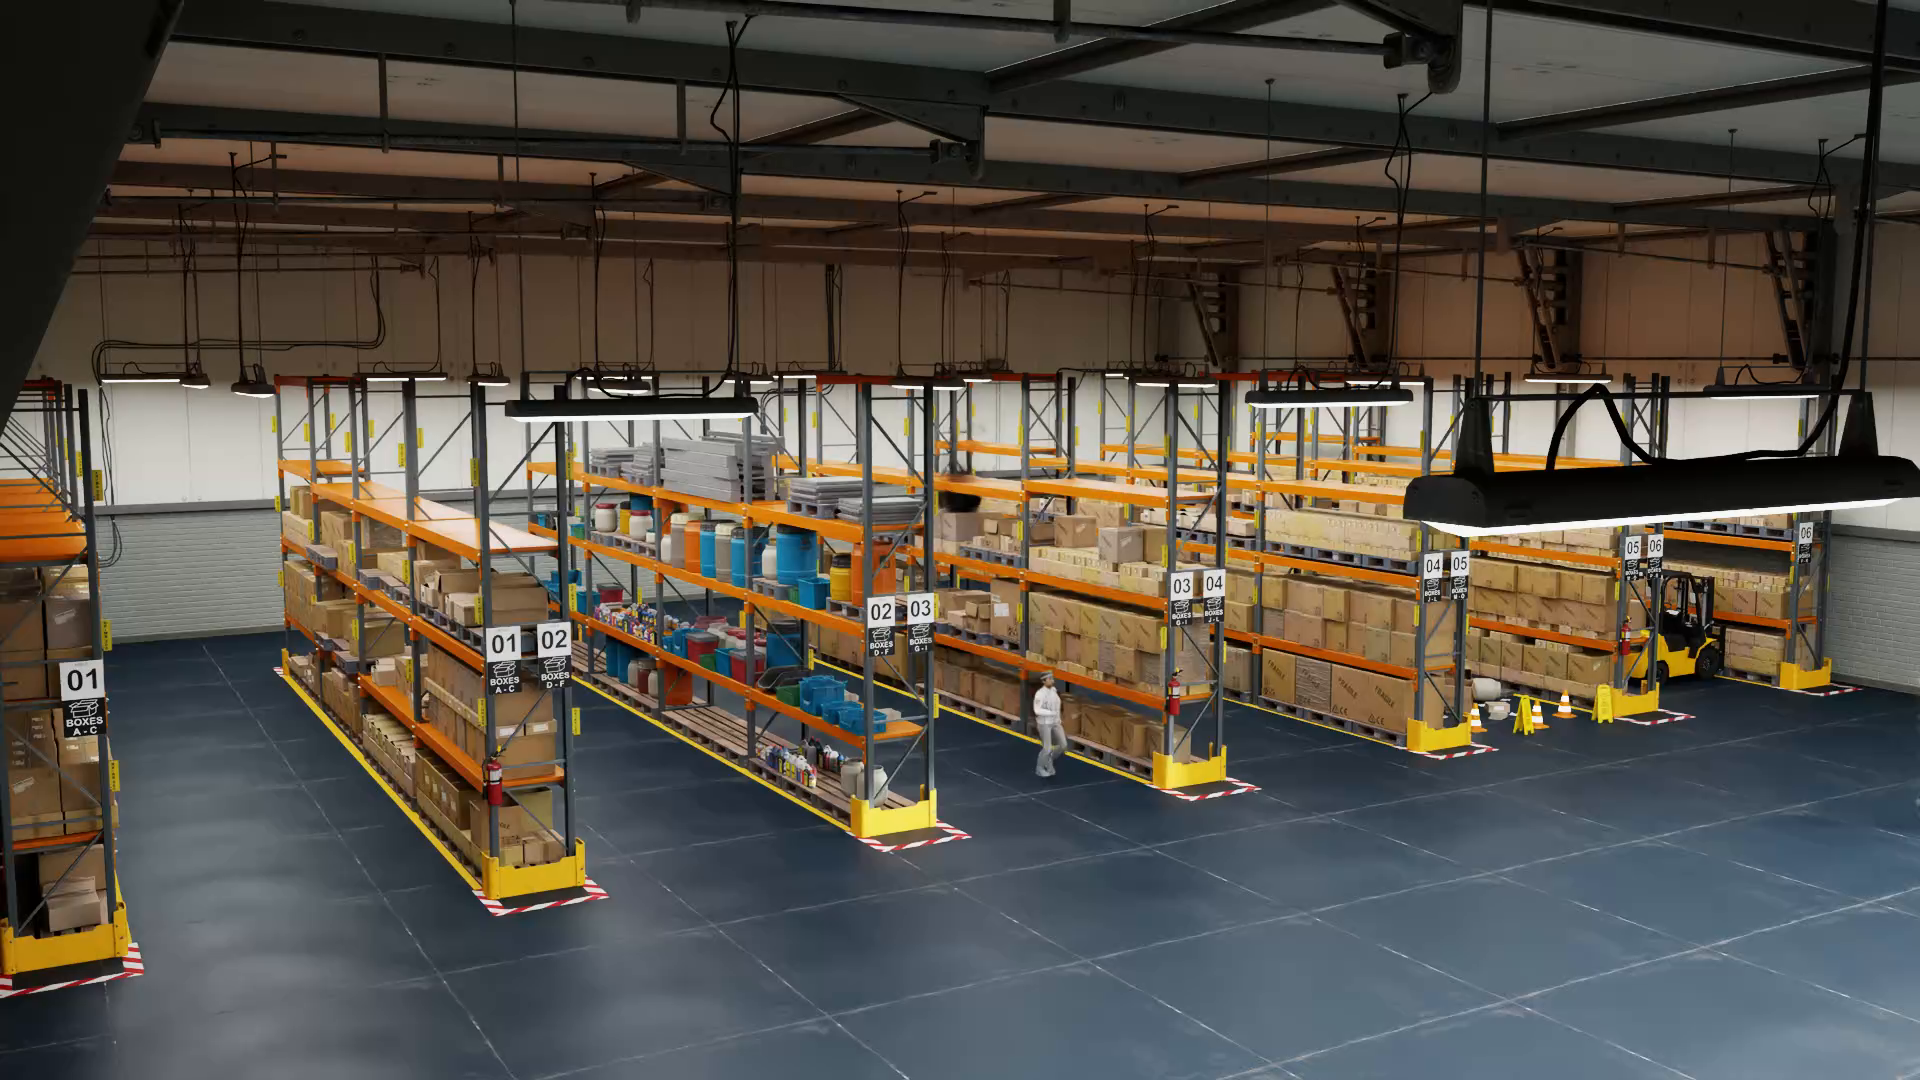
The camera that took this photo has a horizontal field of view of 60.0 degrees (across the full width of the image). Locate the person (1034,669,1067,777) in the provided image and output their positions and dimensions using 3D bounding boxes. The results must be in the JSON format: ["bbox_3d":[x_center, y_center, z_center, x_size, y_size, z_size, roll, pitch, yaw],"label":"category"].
[{"bbox_3d":[1.383,2.761,25.004,0.591,1.656,0.599,-5,8,-41],"label":"person"}]
